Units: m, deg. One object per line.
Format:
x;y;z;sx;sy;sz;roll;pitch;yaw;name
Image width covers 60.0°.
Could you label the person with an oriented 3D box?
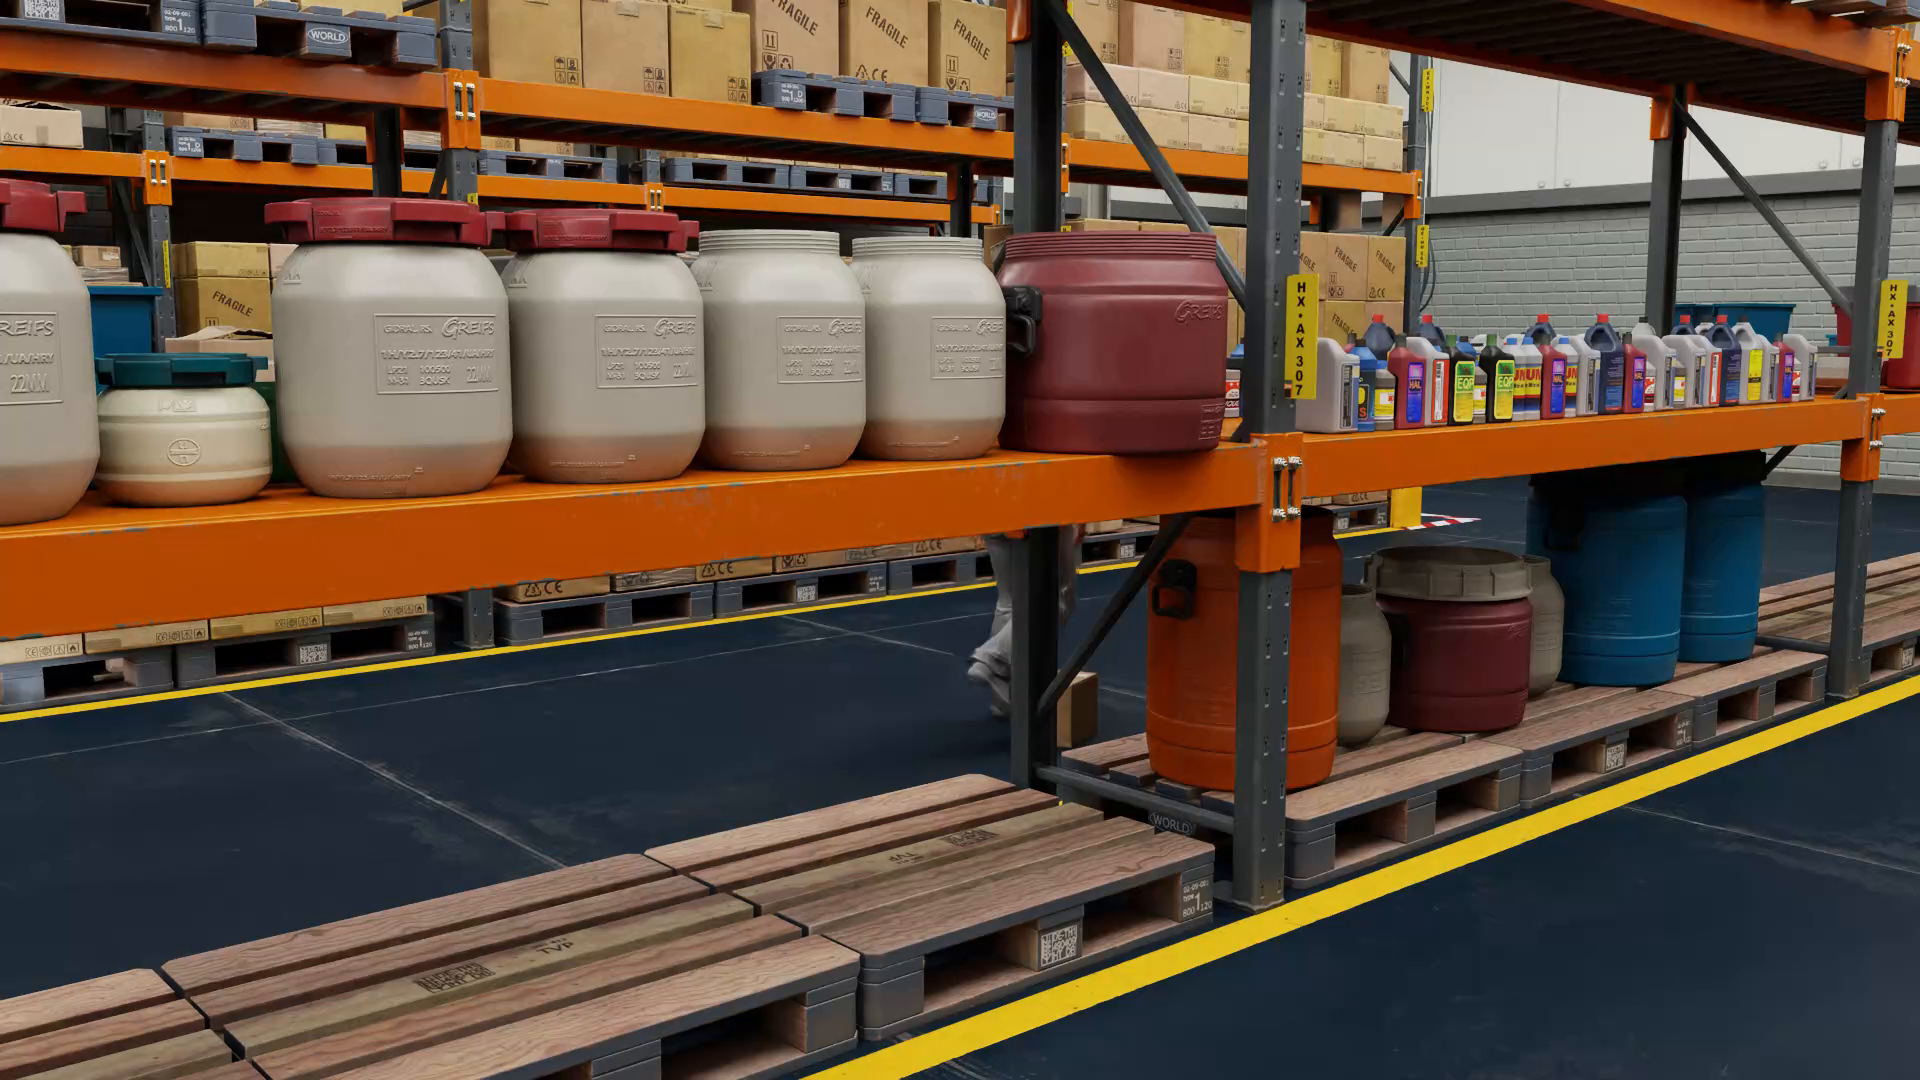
0.206;-0.138;6.677;0.704;1.758;0.585;-7;10;-44;person
